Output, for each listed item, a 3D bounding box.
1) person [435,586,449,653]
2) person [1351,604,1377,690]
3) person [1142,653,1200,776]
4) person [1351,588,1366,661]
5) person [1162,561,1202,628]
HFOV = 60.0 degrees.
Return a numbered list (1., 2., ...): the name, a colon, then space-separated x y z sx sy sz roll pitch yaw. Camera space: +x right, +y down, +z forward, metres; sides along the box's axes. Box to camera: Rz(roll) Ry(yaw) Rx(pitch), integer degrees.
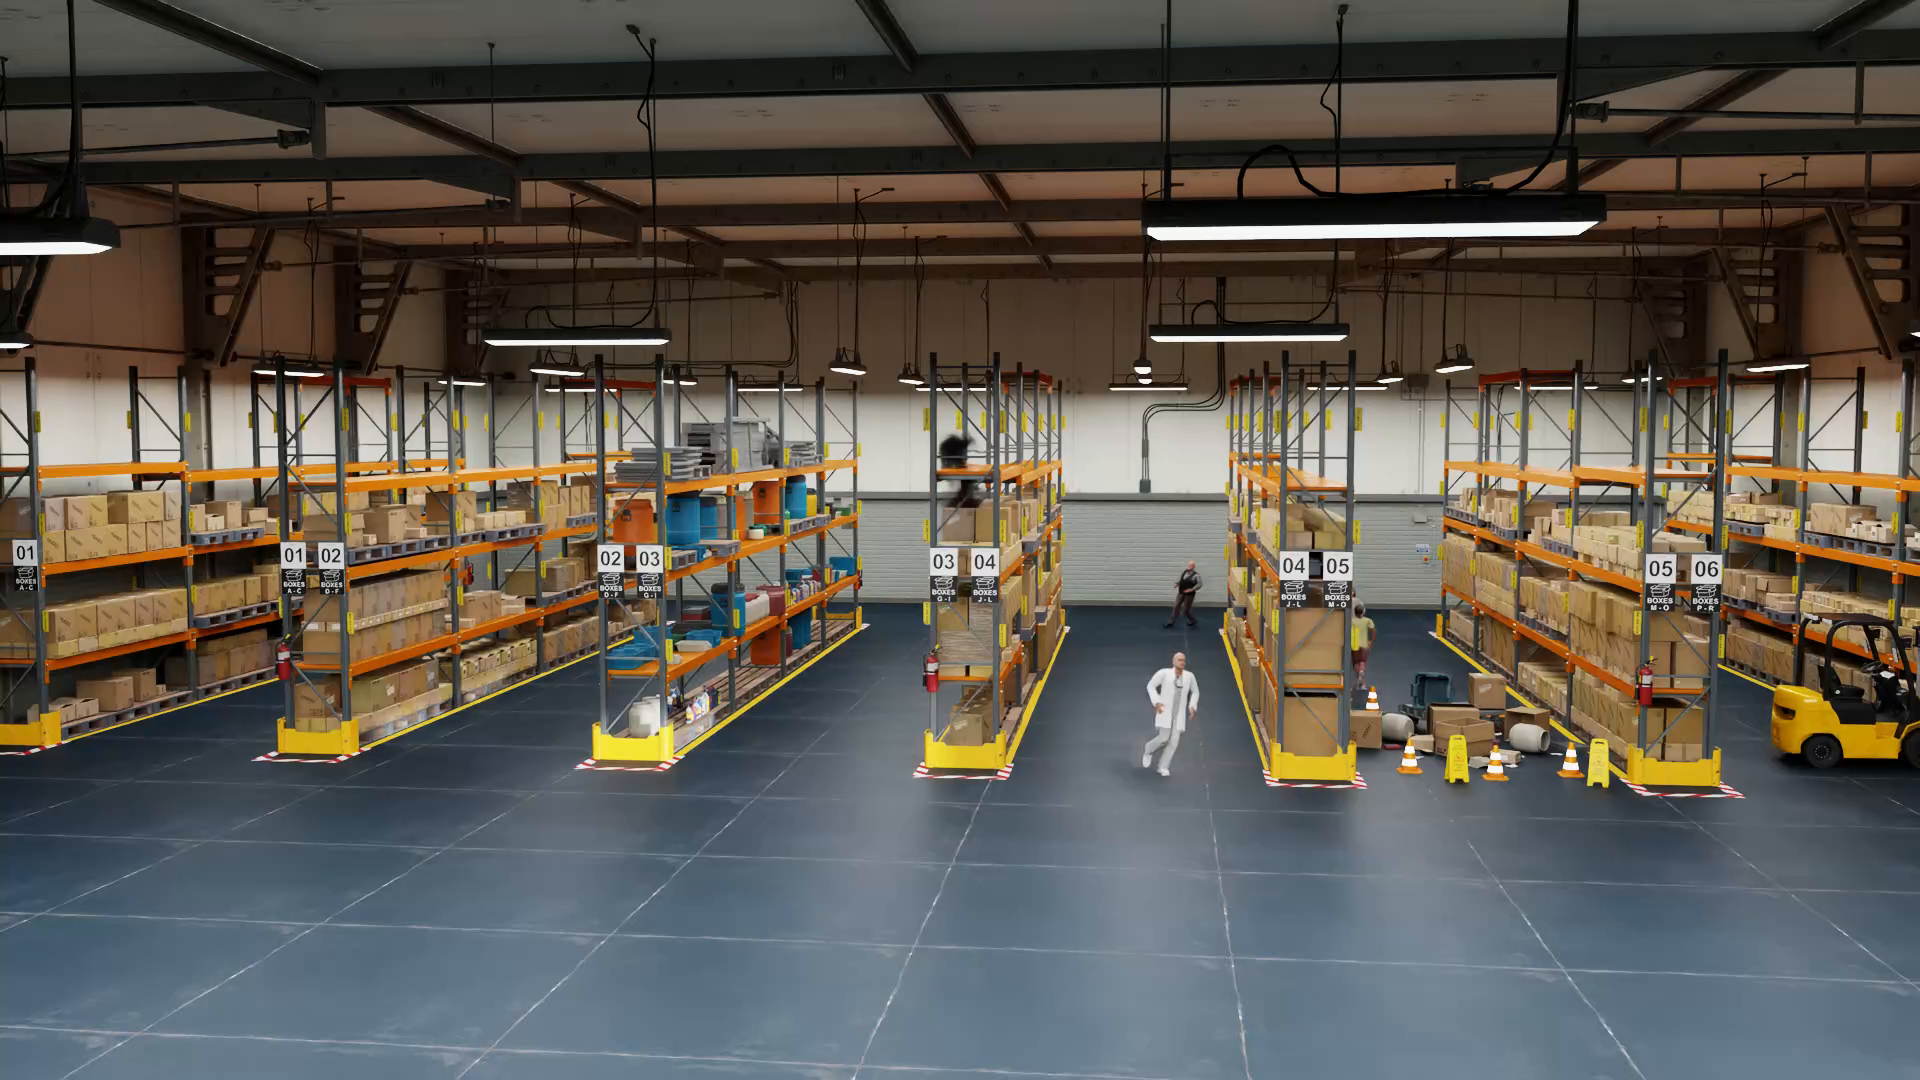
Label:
1. person: -10.391 1.784 33.547 0.728 1.734 0.721 0 4 -5
2. person: 7.490 2.008 31.116 0.589 1.603 0.555 0 4 6
3. person: 3.045 2.465 23.792 0.763 1.730 0.632 -1 4 -16
4. person: 8.275 1.778 34.858 0.533 1.551 0.540 -1 4 -10
5. person: 5.469 1.312 40.233 0.844 1.641 0.868 -3 5 -38
